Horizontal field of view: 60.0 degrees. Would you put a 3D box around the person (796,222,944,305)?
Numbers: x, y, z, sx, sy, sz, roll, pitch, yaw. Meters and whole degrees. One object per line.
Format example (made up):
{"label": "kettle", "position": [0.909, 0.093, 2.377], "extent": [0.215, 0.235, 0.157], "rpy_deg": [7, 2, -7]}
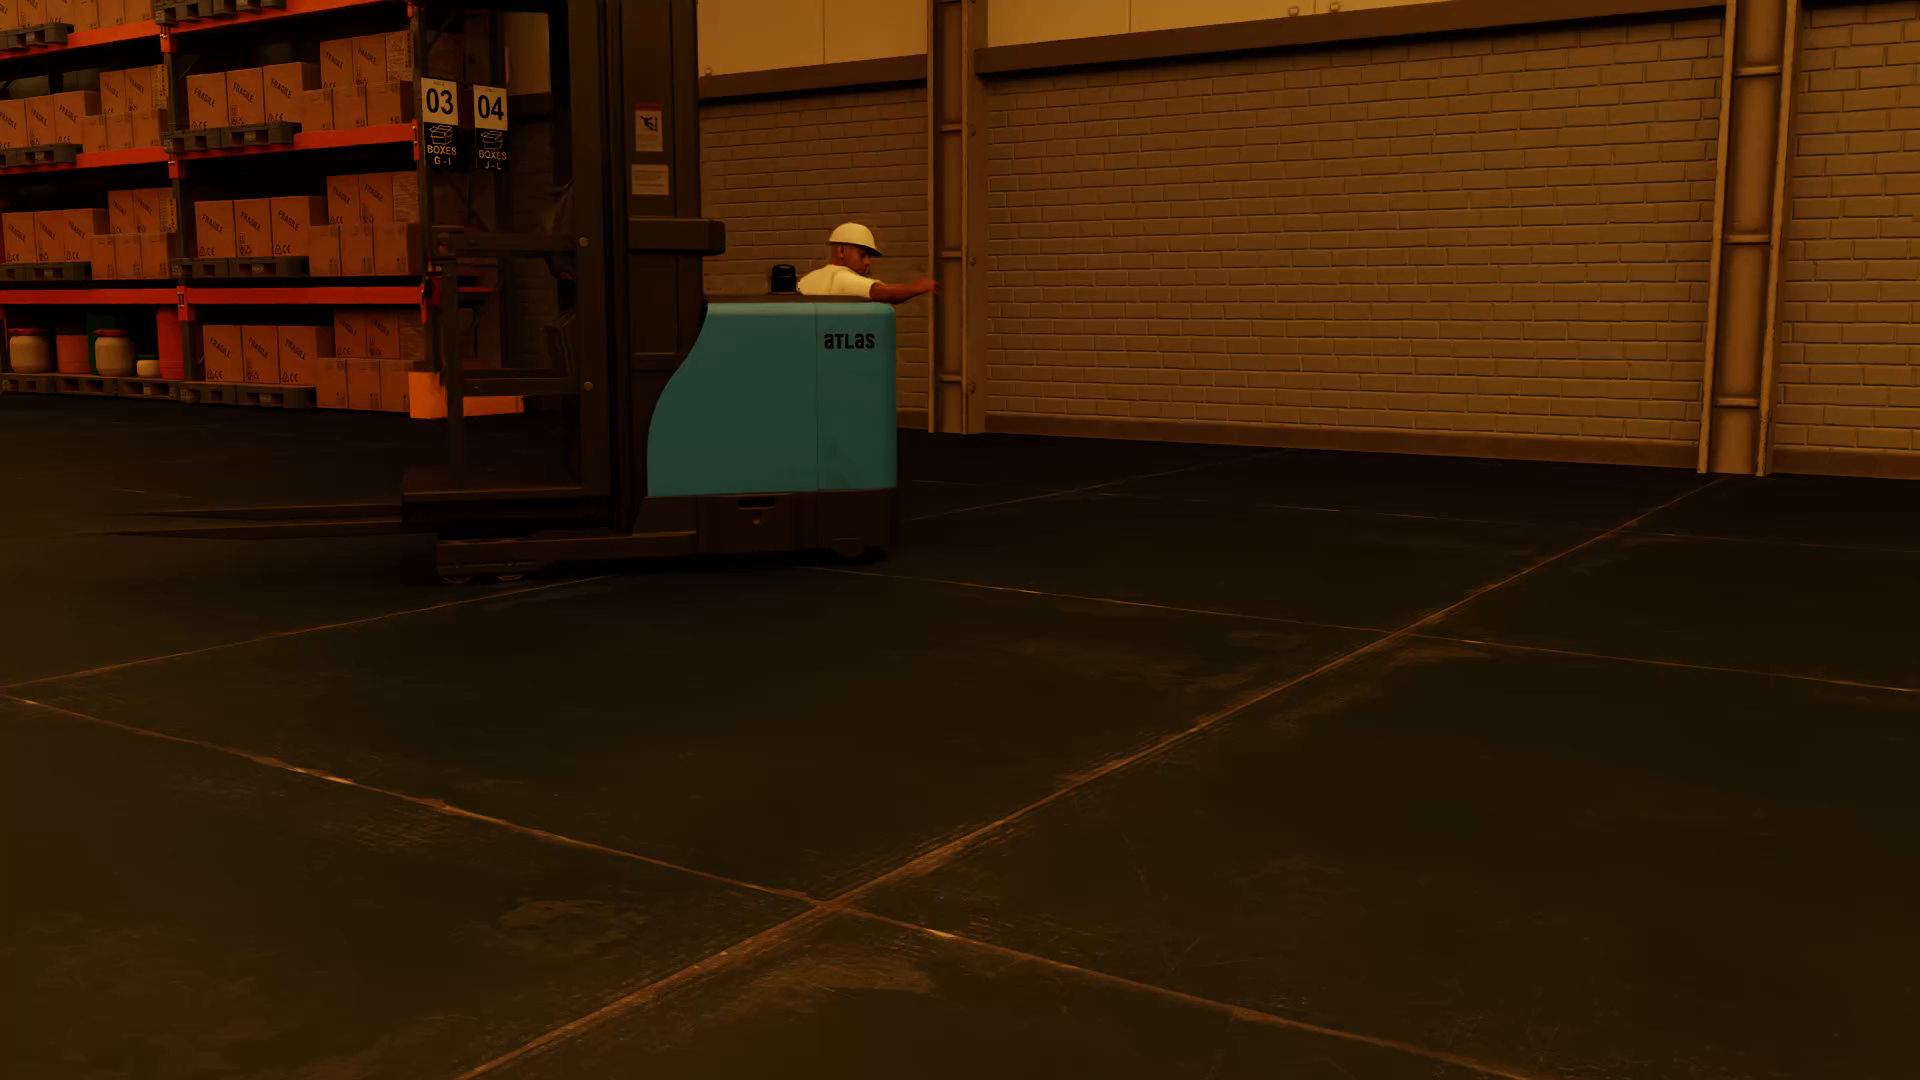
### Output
{"label": "person", "position": [-0.456, -0.870, 8.500], "extent": [0.842, 1.483, 1.103], "rpy_deg": [4, 9, 25]}

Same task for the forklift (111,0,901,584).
{"label": "forklift", "position": [-1.826, -1.366, 6.797], "extent": [3.031, 2.935, 1.130], "rpy_deg": [-3, 8, -17]}
